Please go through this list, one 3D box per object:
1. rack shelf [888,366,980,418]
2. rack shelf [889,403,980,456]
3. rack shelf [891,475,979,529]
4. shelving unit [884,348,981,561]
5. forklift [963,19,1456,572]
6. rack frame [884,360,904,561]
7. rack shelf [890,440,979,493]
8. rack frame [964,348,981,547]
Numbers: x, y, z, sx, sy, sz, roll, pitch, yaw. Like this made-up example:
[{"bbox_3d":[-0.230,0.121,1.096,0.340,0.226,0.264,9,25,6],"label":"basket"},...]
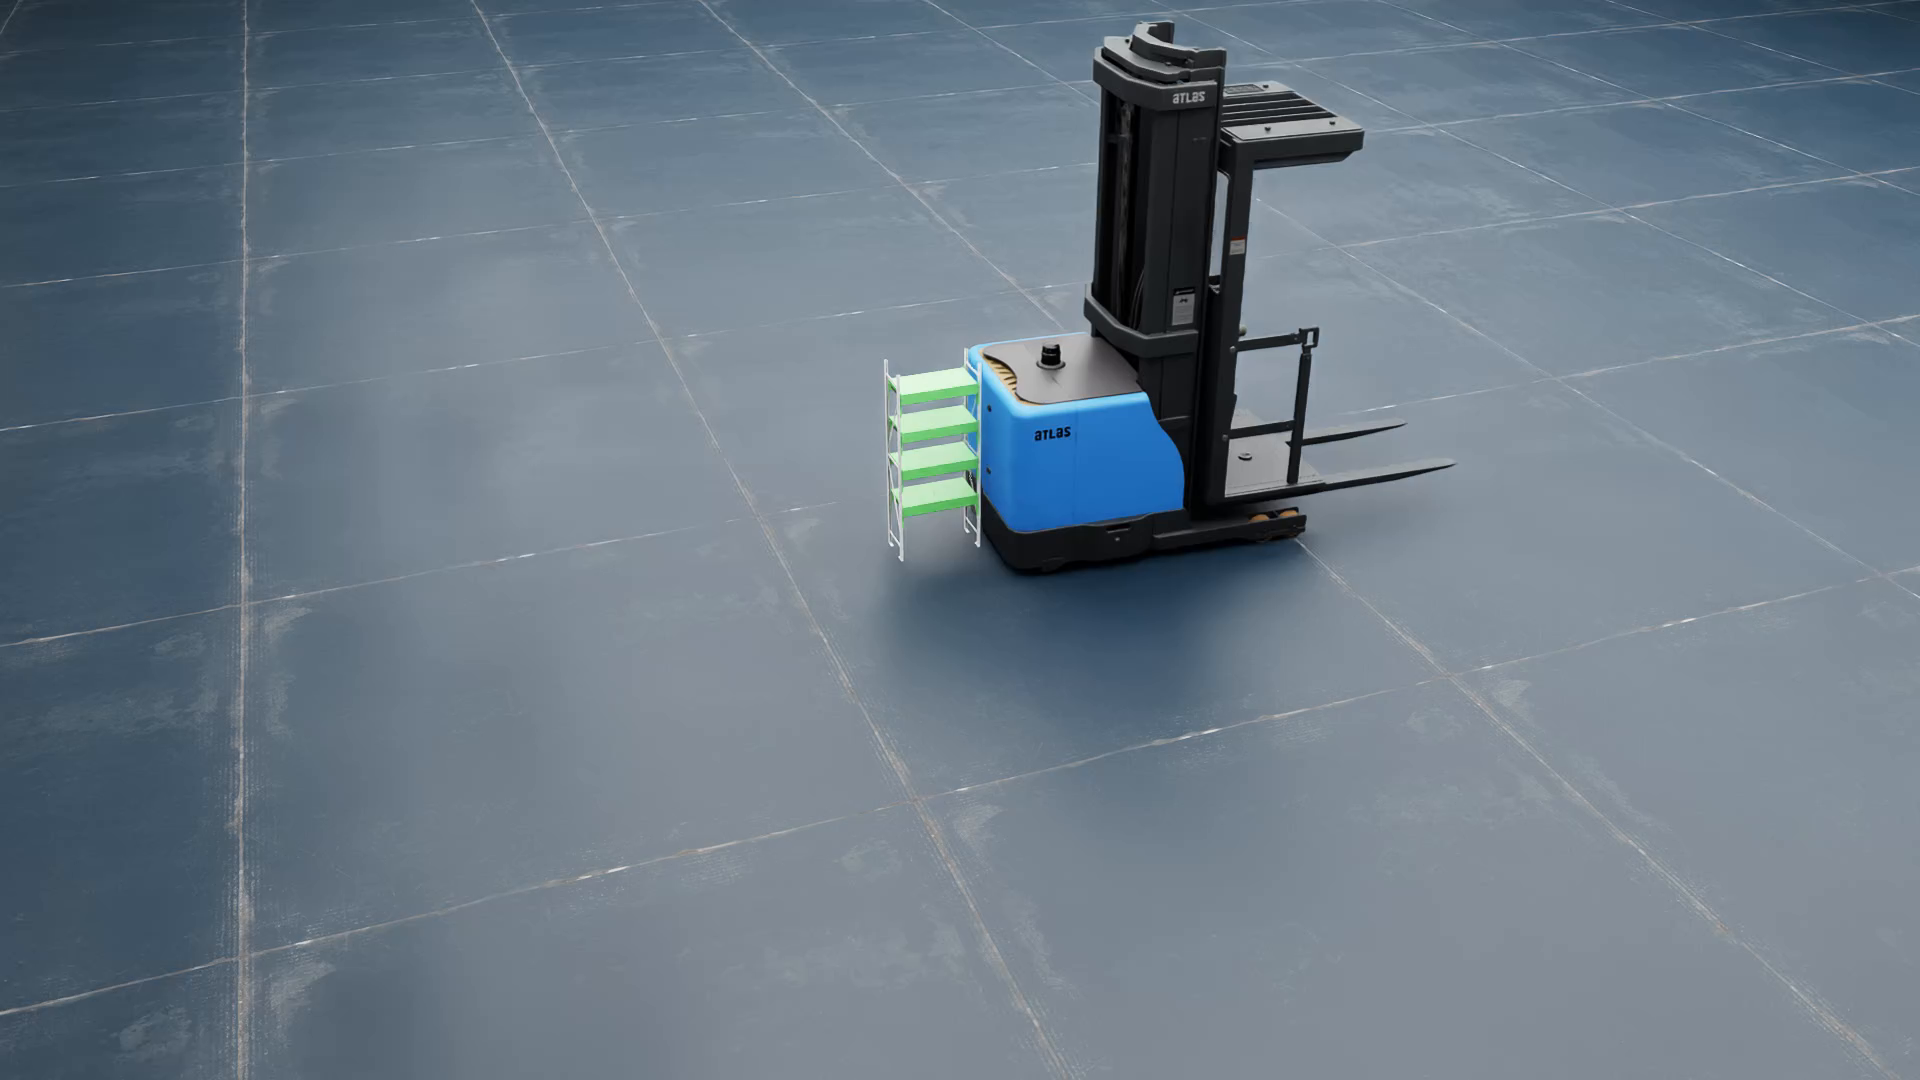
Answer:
[{"bbox_3d":[-0.155,-0.854,9.547,0.480,0.148,0.258,-10,31,-18],"label":"rack shelf"},{"bbox_3d":[-0.155,-0.646,9.666,0.480,0.148,0.258,-10,31,-18],"label":"rack shelf"},{"bbox_3d":[-0.155,-0.229,9.904,0.480,0.148,0.258,-10,31,-18],"label":"rack shelf"},{"bbox_3d":[-0.155,-0.493,9.753,0.503,1.200,0.258,-10,31,-18],"label":"shelving unit"},{"bbox_3d":[1.592,-1.499,9.770,3.031,2.935,1.130,-9,31,-15],"label":"forklift"},{"bbox_3d":[-0.384,-0.451,9.679,0.015,1.200,0.240,-10,31,-18],"label":"rack frame"},{"bbox_3d":[-0.155,-0.437,9.785,0.480,0.148,0.258,-10,31,-18],"label":"rack shelf"},{"bbox_3d":[0.074,-0.535,9.827,0.015,1.200,0.240,-10,31,-18],"label":"rack frame"}]
